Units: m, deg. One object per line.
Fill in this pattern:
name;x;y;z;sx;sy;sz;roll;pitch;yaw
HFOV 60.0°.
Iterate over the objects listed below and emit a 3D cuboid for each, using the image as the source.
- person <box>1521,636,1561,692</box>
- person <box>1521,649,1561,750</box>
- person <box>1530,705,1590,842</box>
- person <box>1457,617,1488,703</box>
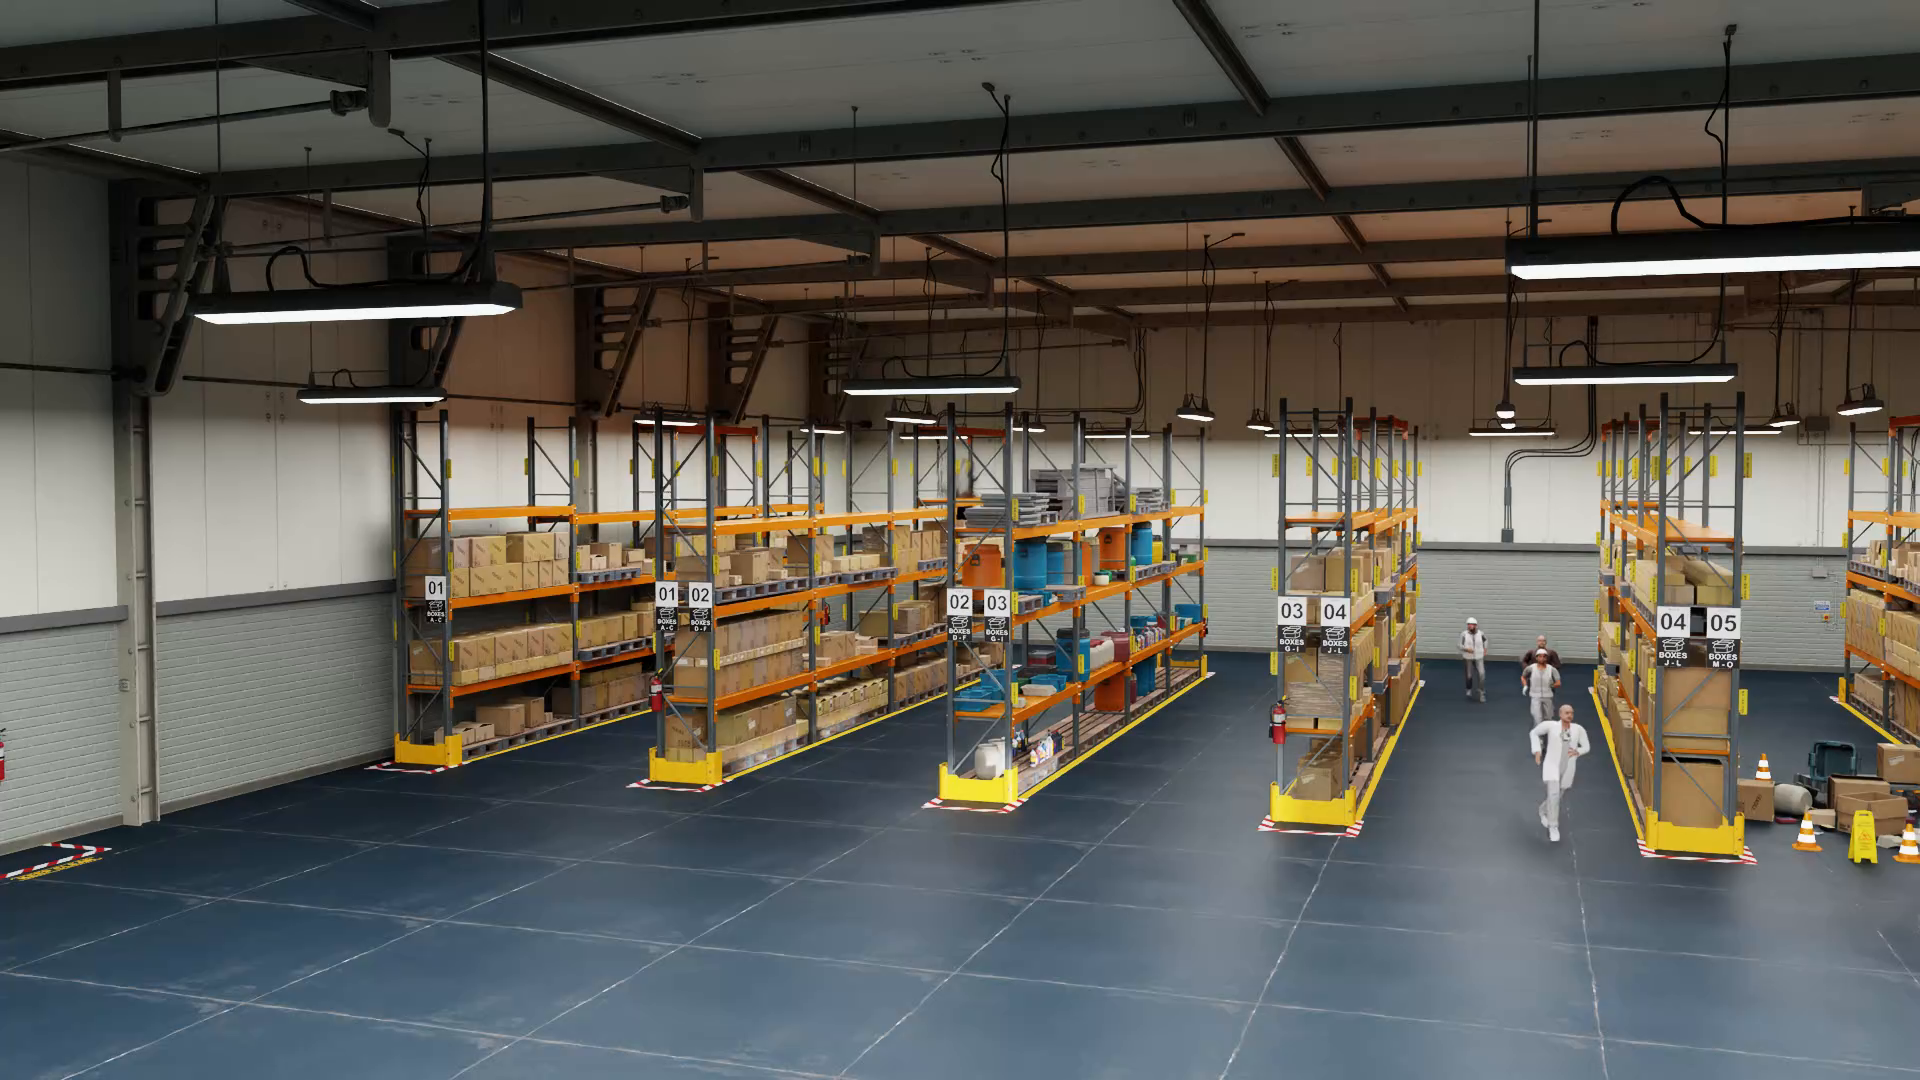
person;11.367;2.740;32.547;0.741;1.735;0.792;1;3;19
person;10.390;2.828;29.724;0.667;1.768;0.967;1;3;12
person;8.224;3.138;22.750;0.735;1.785;1.044;0;2;0
person;11.089;2.576;35.956;0.657;1.803;0.885;1;2;12
